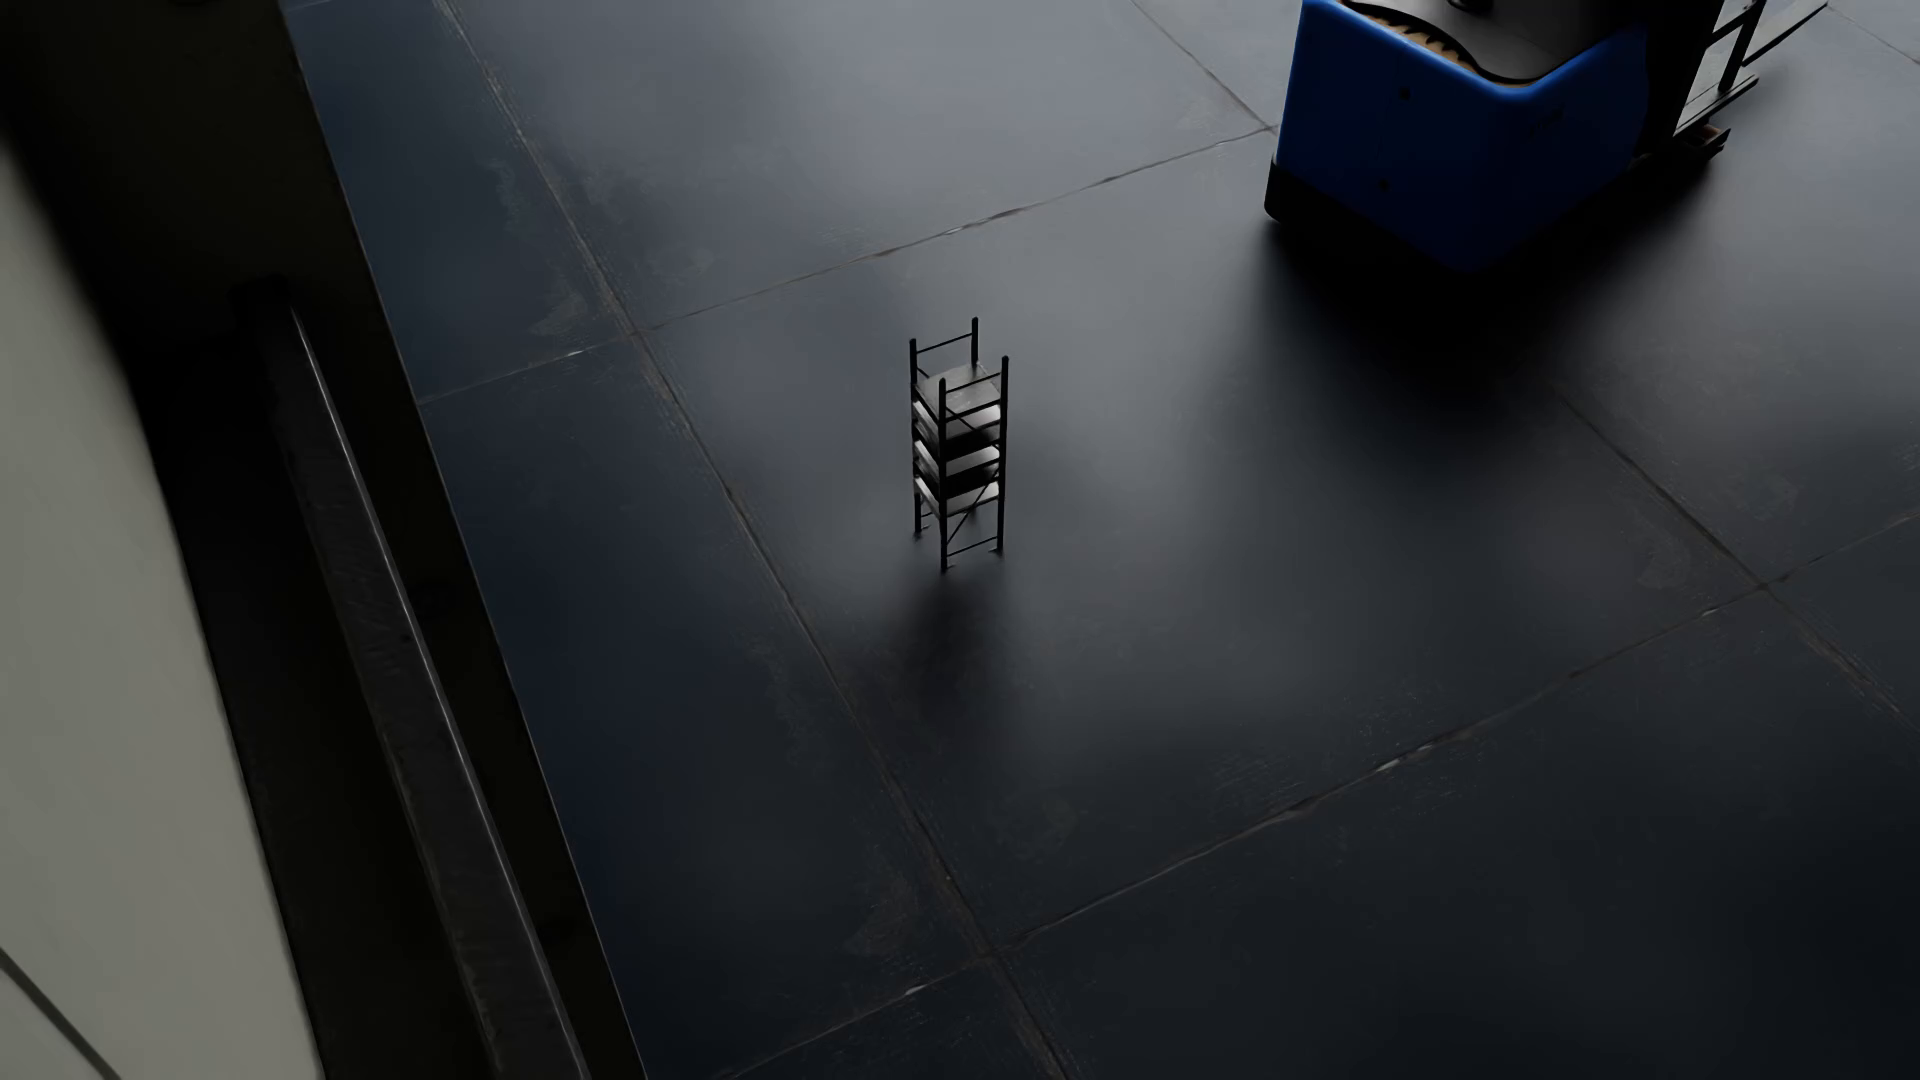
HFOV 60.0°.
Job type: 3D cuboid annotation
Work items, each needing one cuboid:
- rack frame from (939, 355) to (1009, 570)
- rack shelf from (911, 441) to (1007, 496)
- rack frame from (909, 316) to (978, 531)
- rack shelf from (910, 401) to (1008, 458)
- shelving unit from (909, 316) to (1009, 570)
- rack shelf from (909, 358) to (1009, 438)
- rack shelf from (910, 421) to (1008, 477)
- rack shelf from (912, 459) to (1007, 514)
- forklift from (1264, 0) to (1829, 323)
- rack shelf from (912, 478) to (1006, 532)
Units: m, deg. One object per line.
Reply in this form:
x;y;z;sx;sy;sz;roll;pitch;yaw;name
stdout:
0.043;-0.234;5.455;0.240;0.900;0.006;-21;52;-18;rack frame
-0.004;-0.280;5.540;0.258;0.077;0.200;-21;52;-18;rack shelf
-0.050;-0.370;5.574;0.240;0.900;0.006;-21;52;-18;rack frame
-0.004;-0.398;5.404;0.258;0.077;0.200;-21;52;-18;rack shelf
-0.004;-0.302;5.515;0.258;0.900;0.210;-21;52;-18;shelving unit
-0.004;-0.458;5.337;0.258;0.077;0.200;-21;52;-18;rack shelf
-0.004;-0.339;5.472;0.258;0.077;0.200;-21;52;-18;rack shelf
-0.004;-0.221;5.608;0.258;0.077;0.200;-21;52;-18;rack shelf
2.711;-2.783;6.336;3.031;2.935;1.130;-34;57;-26;forklift
-0.004;-0.161;5.675;0.258;0.077;0.200;-21;52;-18;rack shelf
